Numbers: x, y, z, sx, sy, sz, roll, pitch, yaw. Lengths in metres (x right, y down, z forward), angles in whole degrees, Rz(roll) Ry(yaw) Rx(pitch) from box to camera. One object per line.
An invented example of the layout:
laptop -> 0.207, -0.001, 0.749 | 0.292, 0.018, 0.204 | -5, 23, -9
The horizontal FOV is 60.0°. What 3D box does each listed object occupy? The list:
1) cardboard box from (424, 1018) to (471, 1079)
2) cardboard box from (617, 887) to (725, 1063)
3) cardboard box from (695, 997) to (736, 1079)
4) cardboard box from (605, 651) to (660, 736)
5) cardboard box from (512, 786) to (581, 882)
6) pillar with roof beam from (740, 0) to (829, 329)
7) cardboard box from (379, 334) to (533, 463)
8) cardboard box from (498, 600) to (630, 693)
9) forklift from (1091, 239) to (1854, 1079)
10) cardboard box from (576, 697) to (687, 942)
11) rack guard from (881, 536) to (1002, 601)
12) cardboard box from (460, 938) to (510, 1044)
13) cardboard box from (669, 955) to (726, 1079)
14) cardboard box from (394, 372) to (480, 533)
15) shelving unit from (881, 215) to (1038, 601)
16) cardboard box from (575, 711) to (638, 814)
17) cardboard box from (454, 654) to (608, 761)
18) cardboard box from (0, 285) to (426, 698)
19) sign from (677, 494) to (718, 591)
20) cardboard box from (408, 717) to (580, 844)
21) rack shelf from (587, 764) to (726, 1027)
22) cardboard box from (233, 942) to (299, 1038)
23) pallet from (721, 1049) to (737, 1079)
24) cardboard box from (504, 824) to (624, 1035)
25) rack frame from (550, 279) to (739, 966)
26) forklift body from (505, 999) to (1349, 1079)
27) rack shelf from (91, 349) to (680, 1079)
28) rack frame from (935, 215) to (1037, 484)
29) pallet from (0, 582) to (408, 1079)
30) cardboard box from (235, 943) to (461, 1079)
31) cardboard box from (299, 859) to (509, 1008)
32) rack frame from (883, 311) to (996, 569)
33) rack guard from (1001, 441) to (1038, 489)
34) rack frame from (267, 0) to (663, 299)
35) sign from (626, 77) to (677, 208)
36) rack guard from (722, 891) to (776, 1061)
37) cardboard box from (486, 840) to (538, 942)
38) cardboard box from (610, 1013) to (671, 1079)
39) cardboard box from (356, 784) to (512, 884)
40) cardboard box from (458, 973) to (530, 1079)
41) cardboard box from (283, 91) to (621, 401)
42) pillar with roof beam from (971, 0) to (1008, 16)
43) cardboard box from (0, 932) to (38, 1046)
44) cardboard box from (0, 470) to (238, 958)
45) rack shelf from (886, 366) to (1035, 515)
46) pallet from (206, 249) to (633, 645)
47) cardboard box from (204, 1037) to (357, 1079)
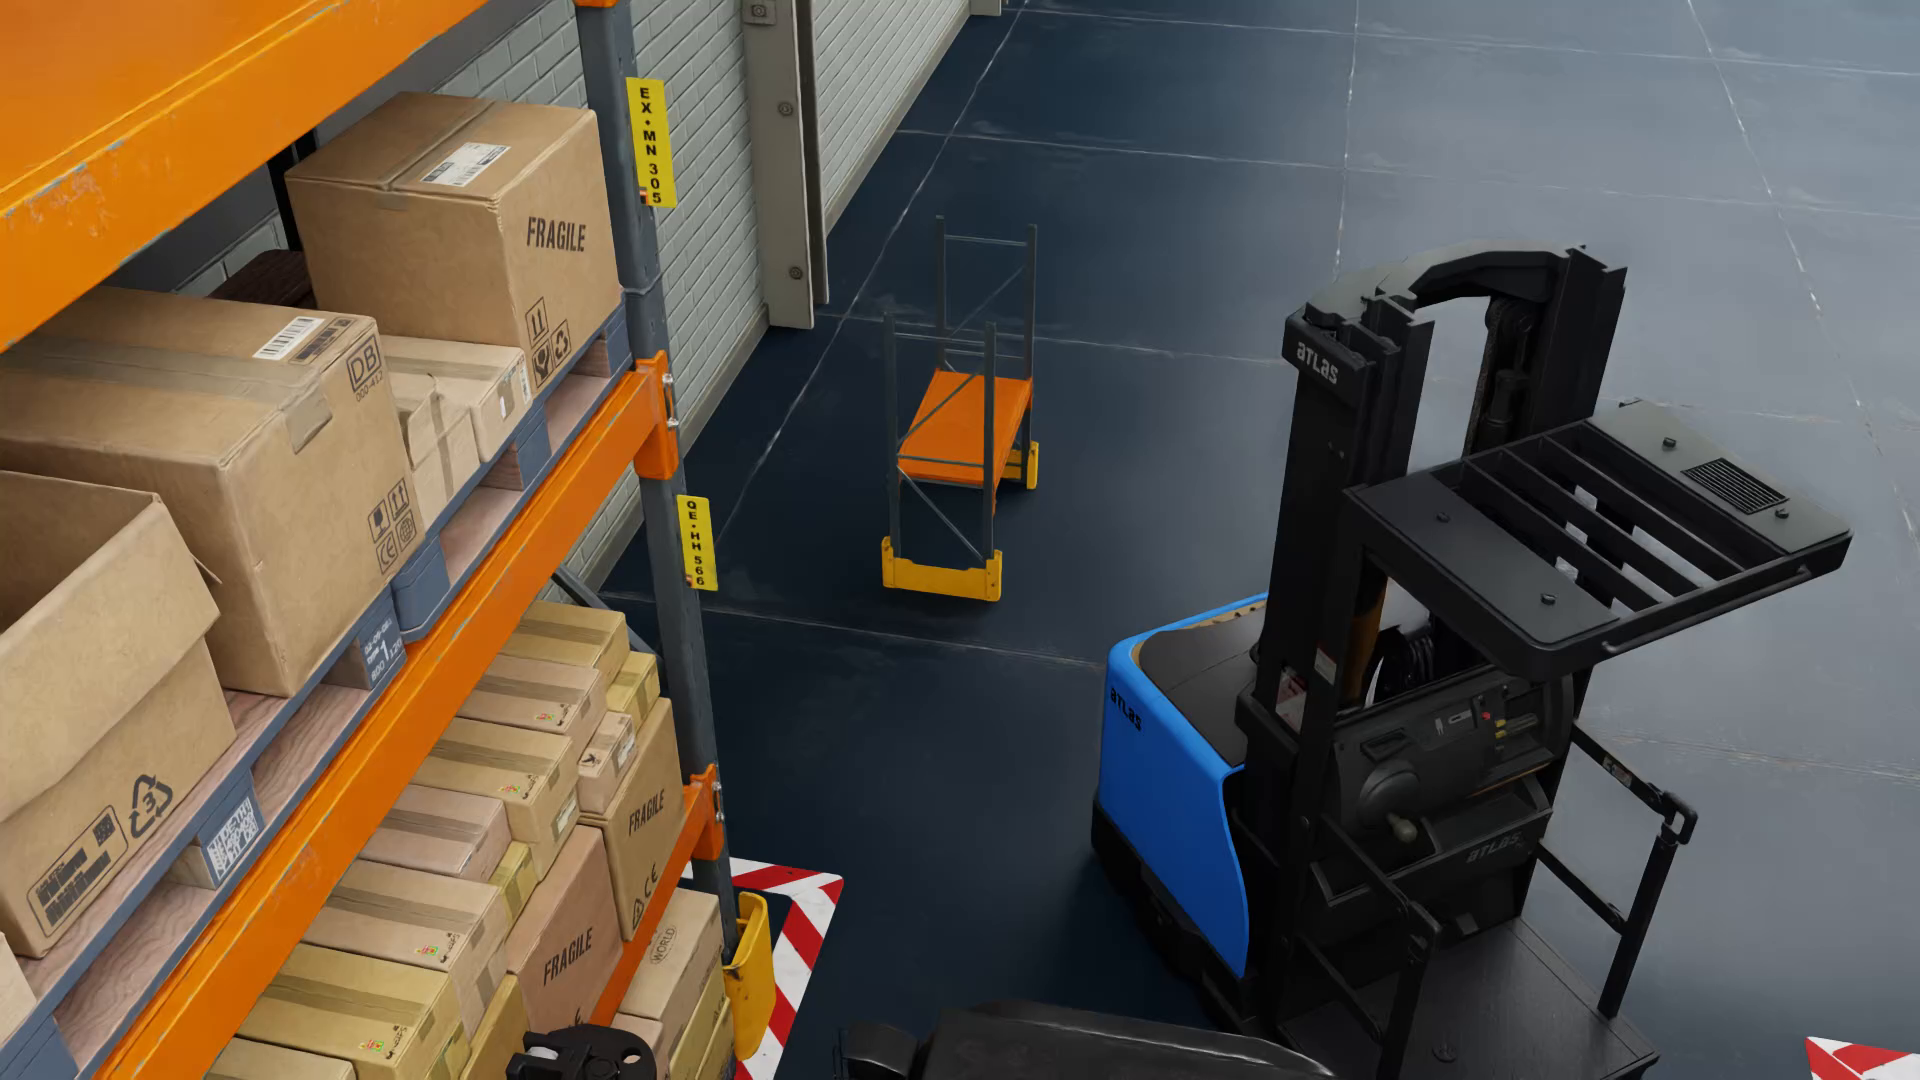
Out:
cardboard box -> -1.332, 1.168, 3.714 | 0.380, 0.149, 0.250 | 8, 37, 10
cardboard box -> -1.075, 1.341, 5.248 | 0.500, 0.250, 0.500 | 8, 37, 12
cardboard box -> -1.073, 1.751, 5.533 | 0.500, 0.250, 0.500 | 8, 37, 10
cardboard box -> -1.082, 0.430, 4.733 | 0.380, 0.149, 0.250 | 8, 37, 11
cardboard box -> -1.223, 0.721, 4.331 | 0.380, 0.149, 0.250 | 8, 37, 11
pillar with roof beam -> 3.177, -4.544, 7.122 | 9.100, 9.000, 0.400 | 7, 37, 10
cardboard box -> -1.162, -0.311, 3.609 | 0.380, 0.149, 0.250 | 6, 36, 9
cardboard box -> -1.152, 0.307, 4.649 | 0.380, 0.149, 0.250 | 7, 37, 10
forklift -> 1.646, 0.712, 5.040 | 1.130, 2.935, 3.031 | -17, 39, -22
cardboard box -> -1.130, 0.774, 4.812 | 0.500, 0.500, 0.500 | 7, 36, 9
rack guard -> -0.090, 0.141, 8.113 | 0.587, 0.250, 0.087 | 7, 37, 10
cardboard box -> -1.298, 1.021, 3.918 | 0.380, 0.149, 0.250 | 6, 36, 8
cardboard box -> -1.080, 1.558, 5.374 | 0.500, 0.250, 0.500 | 7, 36, 9
cardboard box -> -1.216, -0.213, 3.374 | 0.396, 0.266, 0.258 | 7, 37, 10
shelving unit -> 0.016, -0.651, 8.140 | 0.587, 1.500, 1.083 | 7, 37, 10
cardboard box -> -1.107, 0.580, 4.526 | 0.380, 0.149, 0.250 | 8, 37, 11
cardboard box -> -1.174, 0.452, 4.448 | 0.380, 0.149, 0.250 | 7, 37, 10
cardboard box -> -1.454, -0.108, 3.028 | 0.700, 0.500, 0.500 | 8, 37, 10
sign -> -0.754, 0.010, 4.761 | 0.100, 0.325, 0.005 | 7, 37, 10
cardboard box -> -1.204, 0.606, 4.237 | 0.380, 0.149, 0.250 | 8, 37, 11
rack shelf -> -1.709, 1.937, 3.905 | 1.077, 0.370, 4.000 | 7, 37, 10
cardboard box -> -1.851, 1.298, 4.088 | 0.500, 0.500, 0.500 | 7, 37, 10
pallet -> -1.404, 2.072, 5.482 | 1.003, 0.211, 1.213 | 7, 37, 10
cardboard box -> -1.250, 1.070, 4.403 | 0.500, 0.500, 0.500 | 8, 37, 11
rack frame -> -1.281, 0.499, 5.276 | 1.000, 3.000, 0.127 | 7, 37, 10
forklift body -> 0.096, 2.158, 3.709 | 2.313, 2.155, 1.214 | 7, 37, 10
rack shelf -> -1.709, 0.722, 3.024 | 1.077, 0.370, 4.000 | 7, 37, 10
rack frame -> 0.127, -0.948, 8.550 | 0.500, 1.500, 0.032 | 7, 37, 10
pallet -> -1.716, 0.424, 2.899 | 1.003, 0.211, 1.213 | 7, 37, 10
cardboard box -> -1.327, 1.051, 3.622 | 0.380, 0.149, 0.250 | 8, 37, 11
cardboard box -> -1.277, 0.903, 3.827 | 0.380, 0.149, 0.250 | 8, 37, 11
rack frame -> -0.090, -0.365, 7.745 | 0.500, 1.500, 0.032 | 7, 37, 10
rack guard -> 0.123, -0.430, 8.901 | 0.587, 0.250, 0.087 | 7, 37, 10
rack frame -> -1.281, -1.930, 3.515 | 1.000, 3.000, 0.127 | 7, 37, 10
sign -> -0.754, -0.966, 4.054 | 0.100, 0.325, 0.005 | 7, 37, 10
rack guard -> -1.276, 1.497, 6.028 | 1.175, 0.500, 0.348 | 7, 37, 10
cardboard box -> -1.287, 0.862, 4.137 | 0.380, 0.149, 0.250 | 7, 37, 10
cardboard box -> -1.178, 1.634, 4.843 | 0.500, 0.250, 0.500 | 8, 37, 11
cardboard box -> -1.330, 0.739, 4.053 | 0.380, 0.149, 0.250 | 8, 37, 10
cardboard box -> -1.359, 1.364, 3.997 | 0.500, 0.500, 0.500 | 7, 36, 9
cardboard box -> -1.138, -0.682, 3.821 | 0.500, 0.500, 0.500 | 8, 37, 11
pillar with roof beam -> 4.458, -7.984, 11.868 | 9.100, 9.000, 0.400 | 7, 37, 10
cardboard box -> -1.522, 0.609, 2.240 | 0.396, 0.266, 0.258 | 6, 36, 9
cardboard box -> -1.617, 0.222, 2.571 | 0.797, 0.503, 0.637 | 8, 37, 11
rack shelf -> 0.018, -0.511, 8.253 | 0.538, 0.185, 1.000 | 7, 37, 10
pallet -> -1.458, -0.278, 3.866 | 1.003, 0.211, 1.213 | 7, 37, 10
cardboard box -> -1.474, 1.187, 3.434 | 0.380, 0.149, 0.250 | 8, 37, 11
